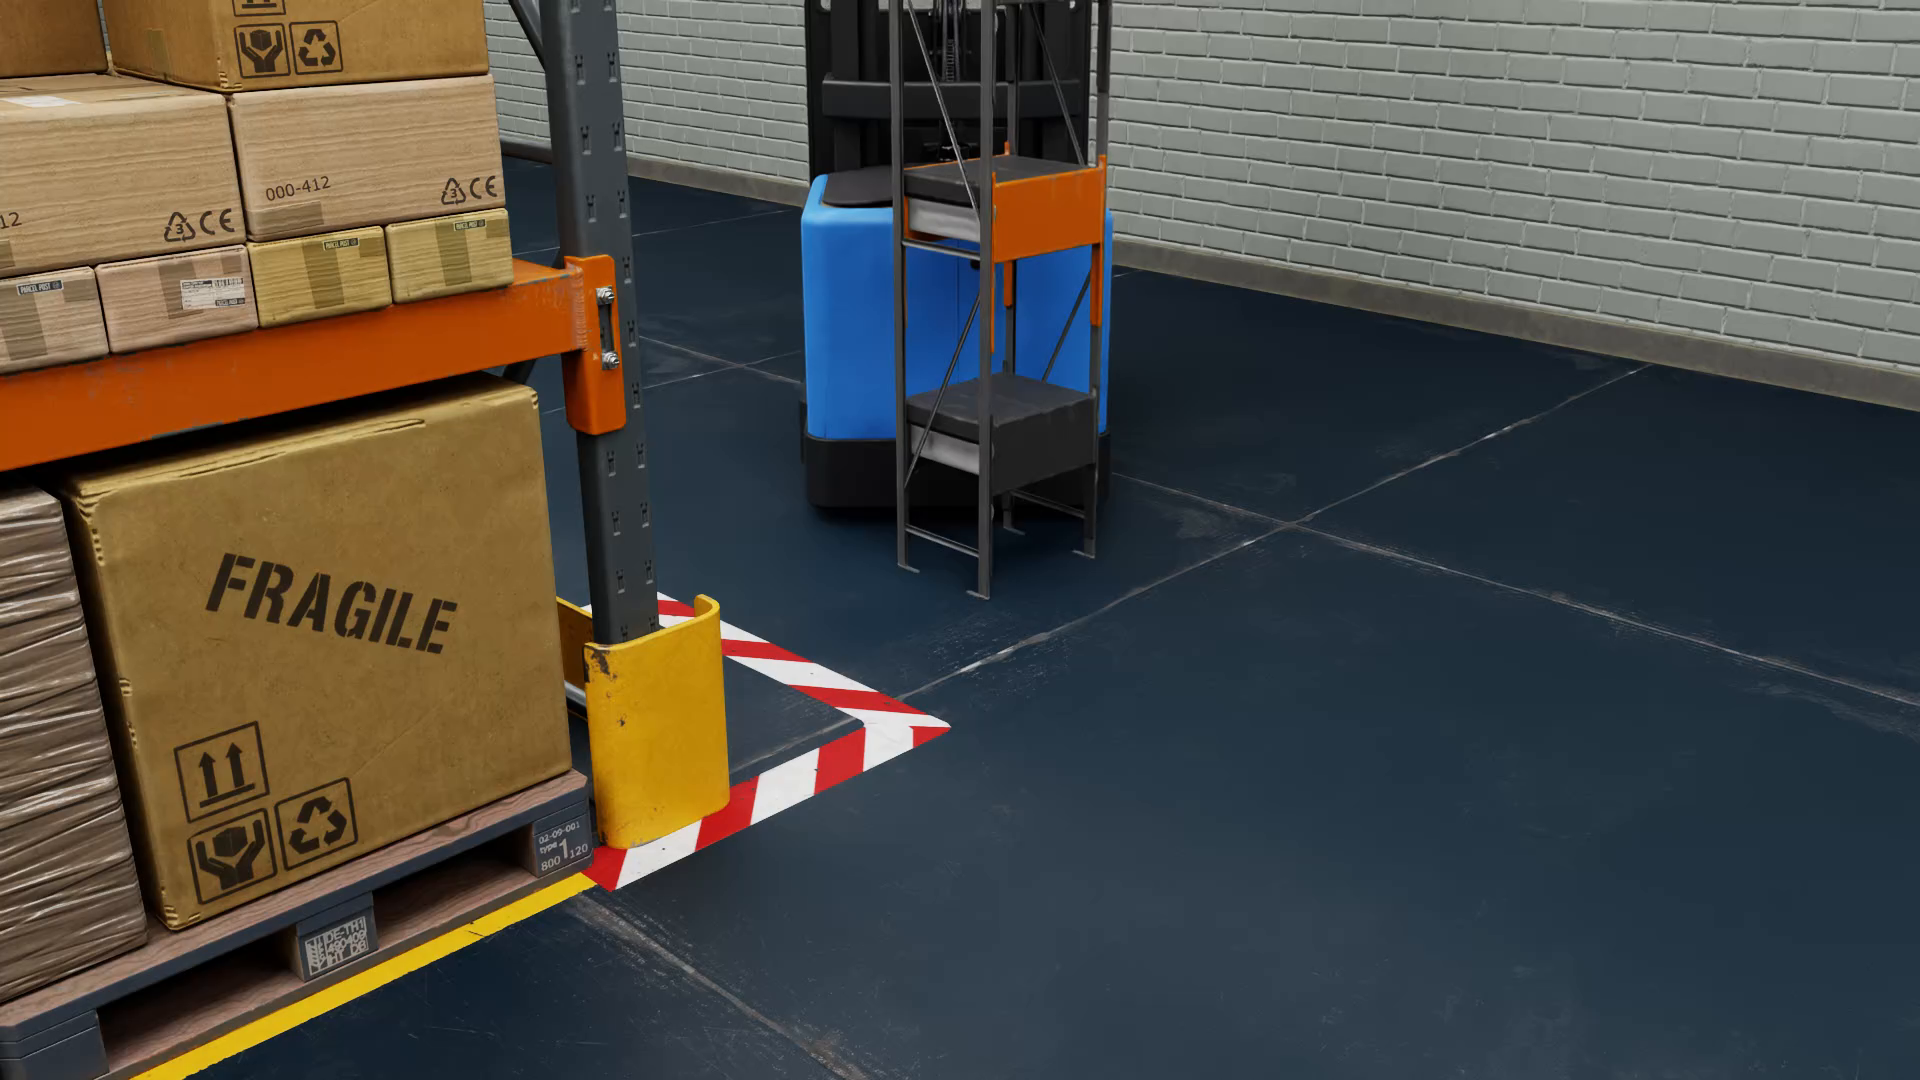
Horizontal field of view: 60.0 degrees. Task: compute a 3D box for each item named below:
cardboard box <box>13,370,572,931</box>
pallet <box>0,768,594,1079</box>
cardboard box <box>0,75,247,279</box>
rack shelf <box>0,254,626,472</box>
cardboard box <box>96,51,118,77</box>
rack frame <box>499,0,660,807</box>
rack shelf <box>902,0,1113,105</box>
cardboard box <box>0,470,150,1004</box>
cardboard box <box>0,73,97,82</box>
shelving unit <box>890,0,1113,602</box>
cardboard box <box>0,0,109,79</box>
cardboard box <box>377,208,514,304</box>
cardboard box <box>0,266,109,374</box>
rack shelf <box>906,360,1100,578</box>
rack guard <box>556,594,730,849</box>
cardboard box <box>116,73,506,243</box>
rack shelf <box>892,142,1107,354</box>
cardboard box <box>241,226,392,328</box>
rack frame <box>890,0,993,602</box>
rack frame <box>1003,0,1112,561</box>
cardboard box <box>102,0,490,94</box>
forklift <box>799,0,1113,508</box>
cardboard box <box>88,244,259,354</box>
[{"bbox_3d":[-1.465,0.104,3.498,0.875,0.875,0.875,19,28,41],"label":"cardboard box"},{"bbox_3d":[-1.577,0.651,3.587,1.003,0.211,1.213,19,28,41],"label":"pallet"},{"bbox_3d":[-1.578,-0.623,2.810,0.500,0.250,0.500,19,28,40],"label":"cardboard box"},{"bbox_3d":[-2.471,-0.026,2.464,1.077,0.370,4.000,19,28,41],"label":"rack shelf"},{"bbox_3d":[-1.604,-0.889,3.501,0.500,0.250,0.500,18,28,39],"label":"cardboard box"},{"bbox_3d":[-1.076,-0.876,3.672,1.000,3.000,0.127,19,28,41],"label":"rack frame"},{"bbox_3d":[0.119,-1.544,4.752,0.480,0.518,0.431,-19,28,-41],"label":"rack shelf"},{"bbox_3d":[-2.100,0.338,2.889,0.875,0.875,0.875,19,28,41],"label":"cardboard box"},{"bbox_3d":[-1.962,-0.754,3.149,0.500,0.250,0.500,19,28,40],"label":"cardboard box"},{"bbox_3d":[0.119,-0.903,4.998,0.503,2.100,0.431,-19,28,-41],"label":"shelving unit"},{"bbox_3d":[-1.953,-1.110,3.032,0.500,0.500,0.500,18,28,39],"label":"cardboard box"},{"bbox_3d":[-1.088,-0.585,3.265,0.250,0.149,0.380,-20,28,-41],"label":"cardboard box"},{"bbox_3d":[-1.620,-0.389,2.756,0.250,0.149,0.380,-20,28,-41],"label":"cardboard box"},{"bbox_3d":[0.119,-0.237,5.255,0.480,0.518,0.431,-19,28,-41],"label":"rack shelf"},{"bbox_3d":[-1.059,0.285,4.137,1.175,0.500,0.348,19,28,41],"label":"rack guard"},{"bbox_3d":[-1.224,-0.754,3.149,0.500,0.250,0.500,19,28,40],"label":"cardboard box"},{"bbox_3d":[0.119,-0.891,5.003,0.480,0.518,0.431,-19,28,-41],"label":"rack shelf"},{"bbox_3d":[-1.268,-0.517,3.090,0.380,0.149,0.250,20,28,41],"label":"cardboard box"},{"bbox_3d":[-0.055,-0.842,4.839,0.015,2.100,0.400,-19,28,-41],"label":"rack frame"},{"bbox_3d":[0.293,-0.965,5.158,0.015,2.100,0.400,-19,28,-41],"label":"rack frame"},{"bbox_3d":[-1.227,-1.104,3.014,0.500,0.500,0.500,20,29,41],"label":"cardboard box"},{"bbox_3d":[-0.054,-1.959,6.585,1.130,2.935,3.031,-1,21,-2],"label":"forklift"},{"bbox_3d":[-1.445,-0.453,2.922,0.380,0.149,0.250,19,28,41],"label":"cardboard box"}]
